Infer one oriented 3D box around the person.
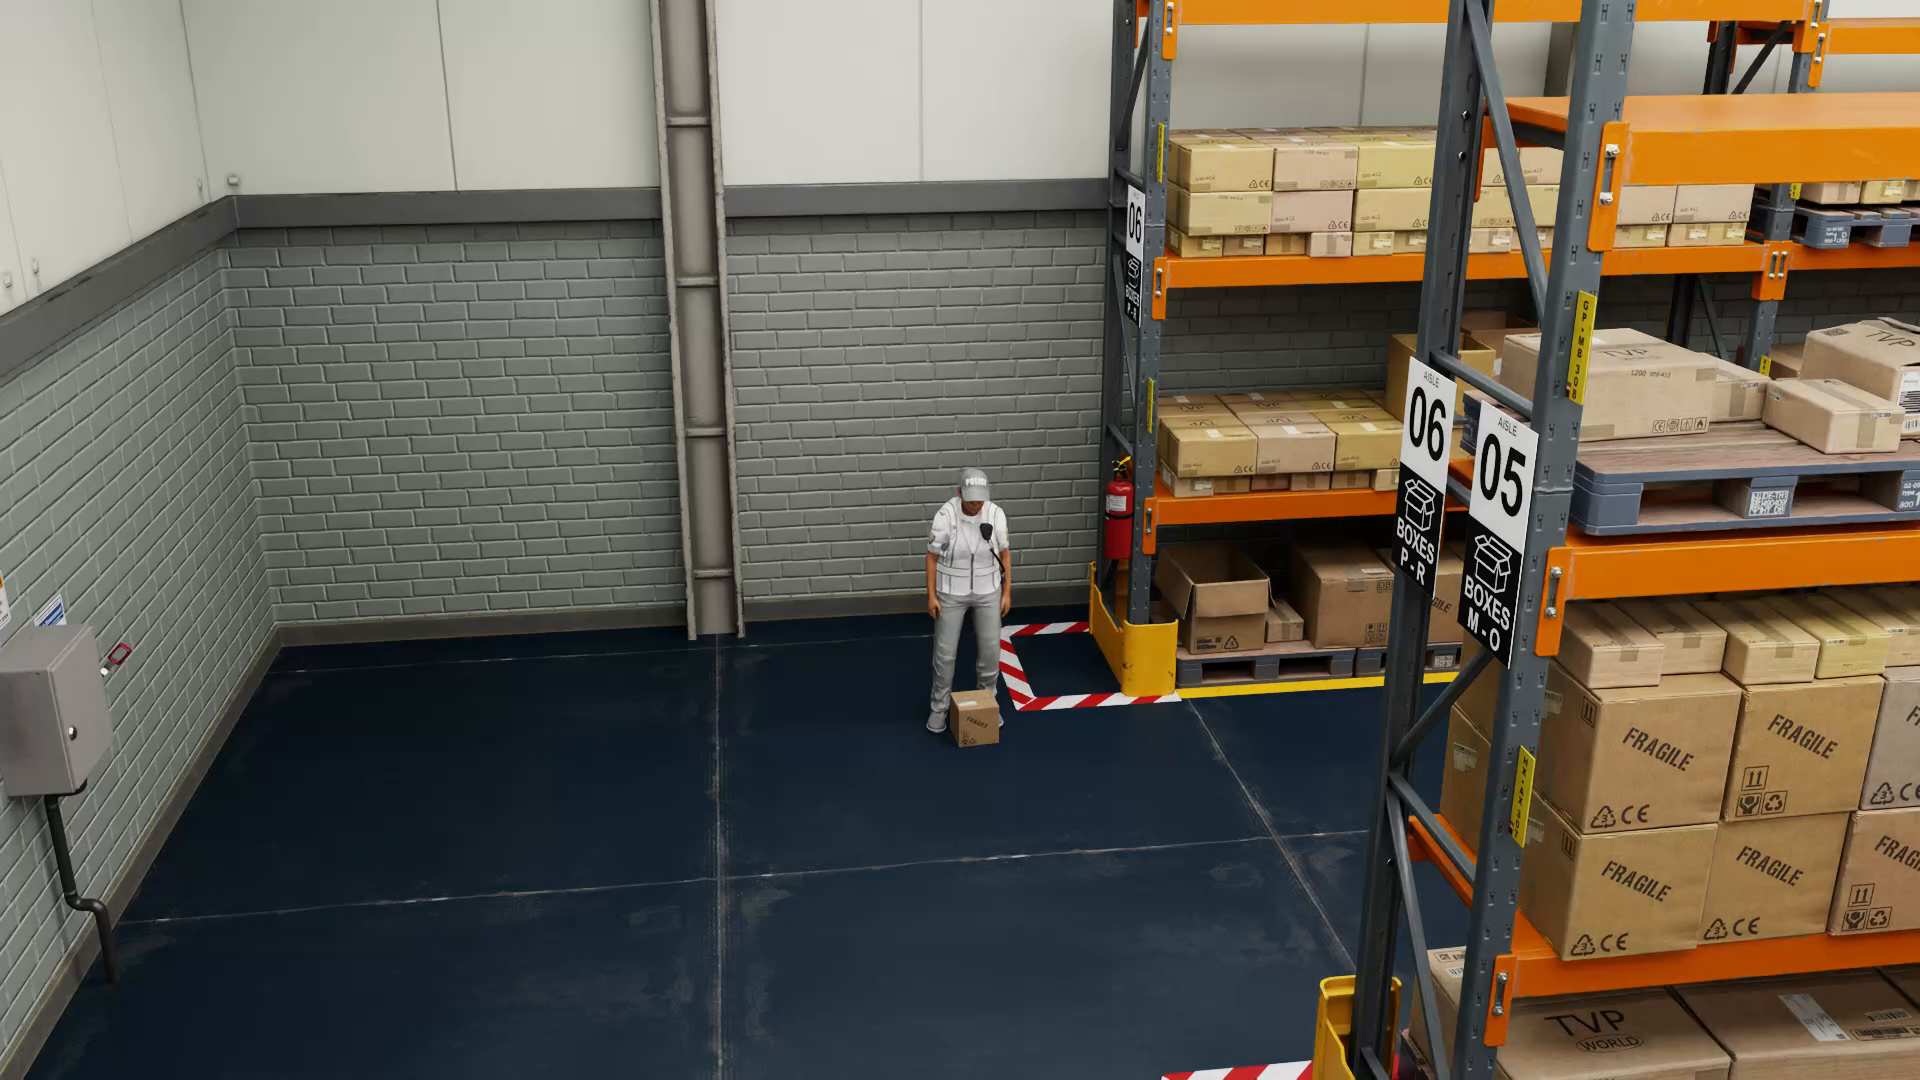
[{"bbox_3d":[0.049,0.348,10.115,0.540,1.667,0.466,-3,20,-8],"label":"person"}]
